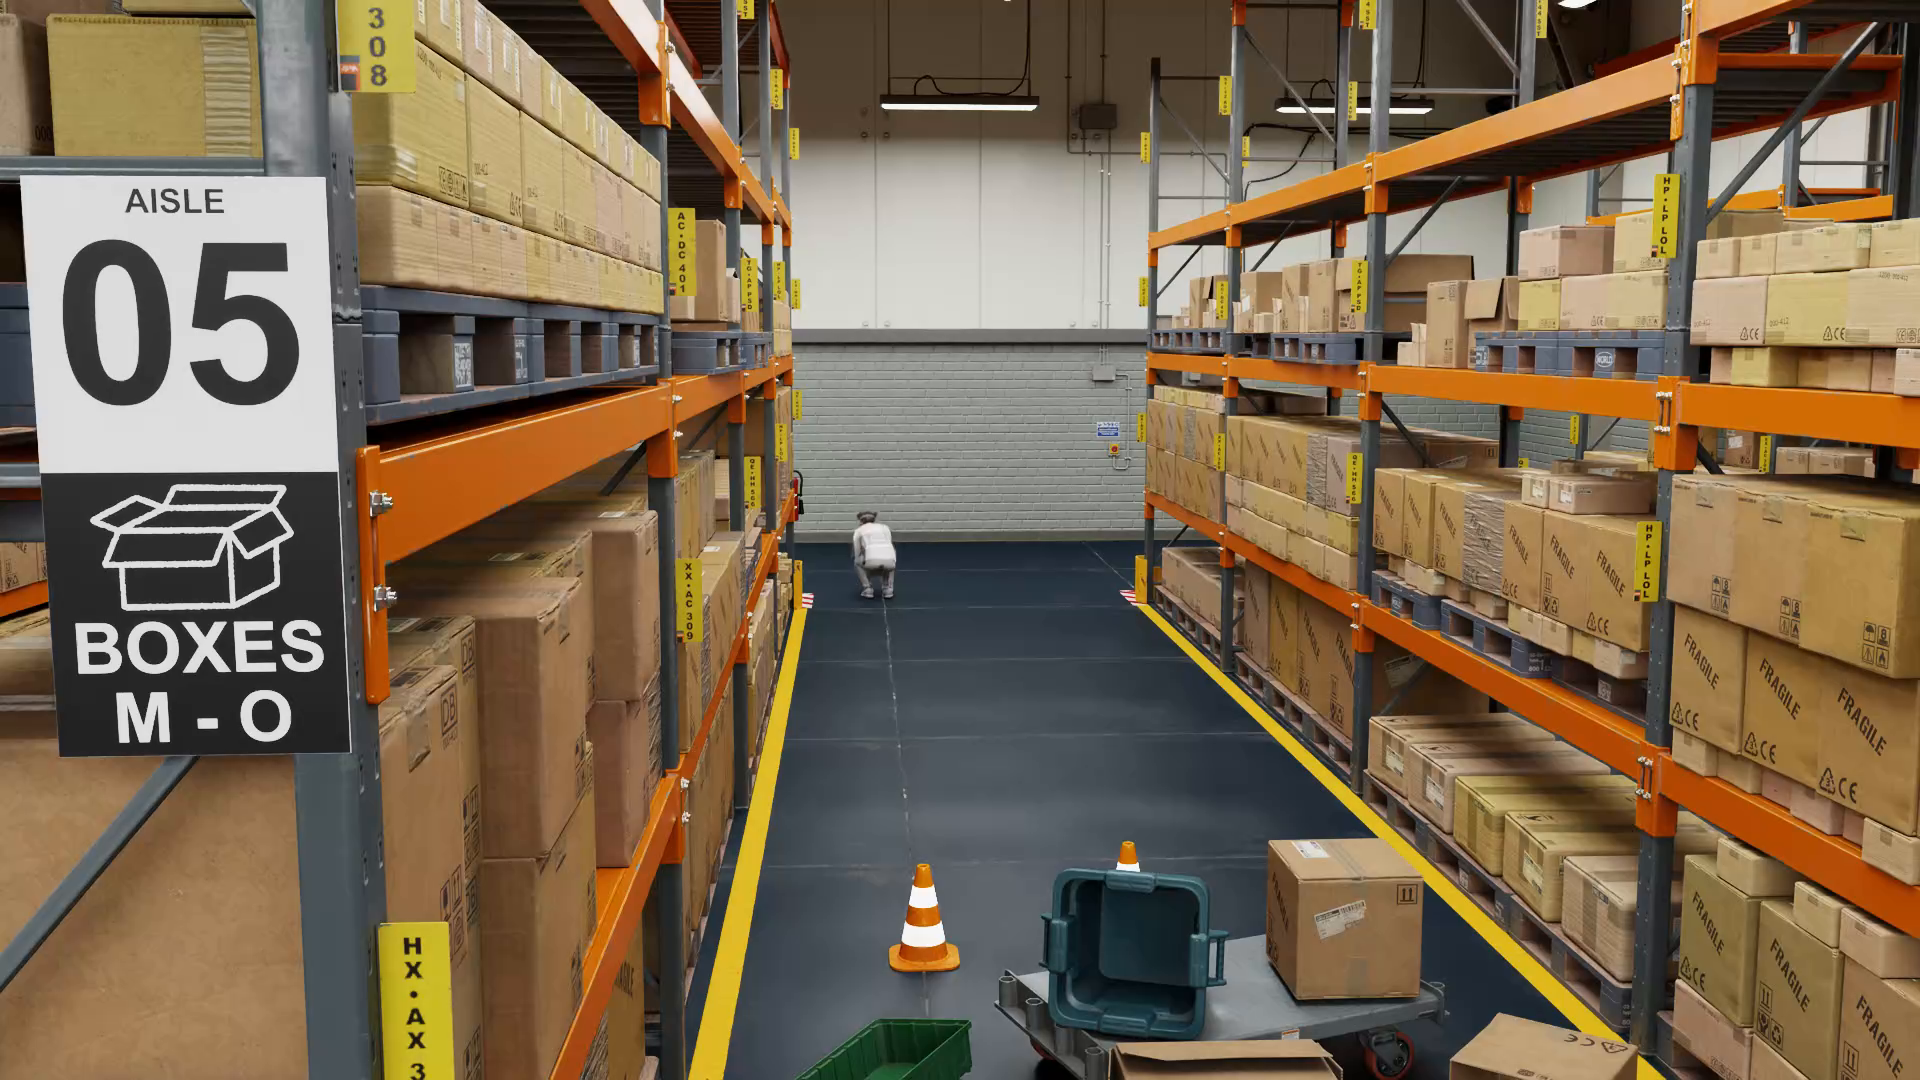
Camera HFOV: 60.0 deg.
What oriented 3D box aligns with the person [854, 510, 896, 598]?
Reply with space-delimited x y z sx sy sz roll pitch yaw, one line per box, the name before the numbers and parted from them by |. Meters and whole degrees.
person | -0.988 0.165 19.243 0.471 0.990 0.828 -1 7 -11
